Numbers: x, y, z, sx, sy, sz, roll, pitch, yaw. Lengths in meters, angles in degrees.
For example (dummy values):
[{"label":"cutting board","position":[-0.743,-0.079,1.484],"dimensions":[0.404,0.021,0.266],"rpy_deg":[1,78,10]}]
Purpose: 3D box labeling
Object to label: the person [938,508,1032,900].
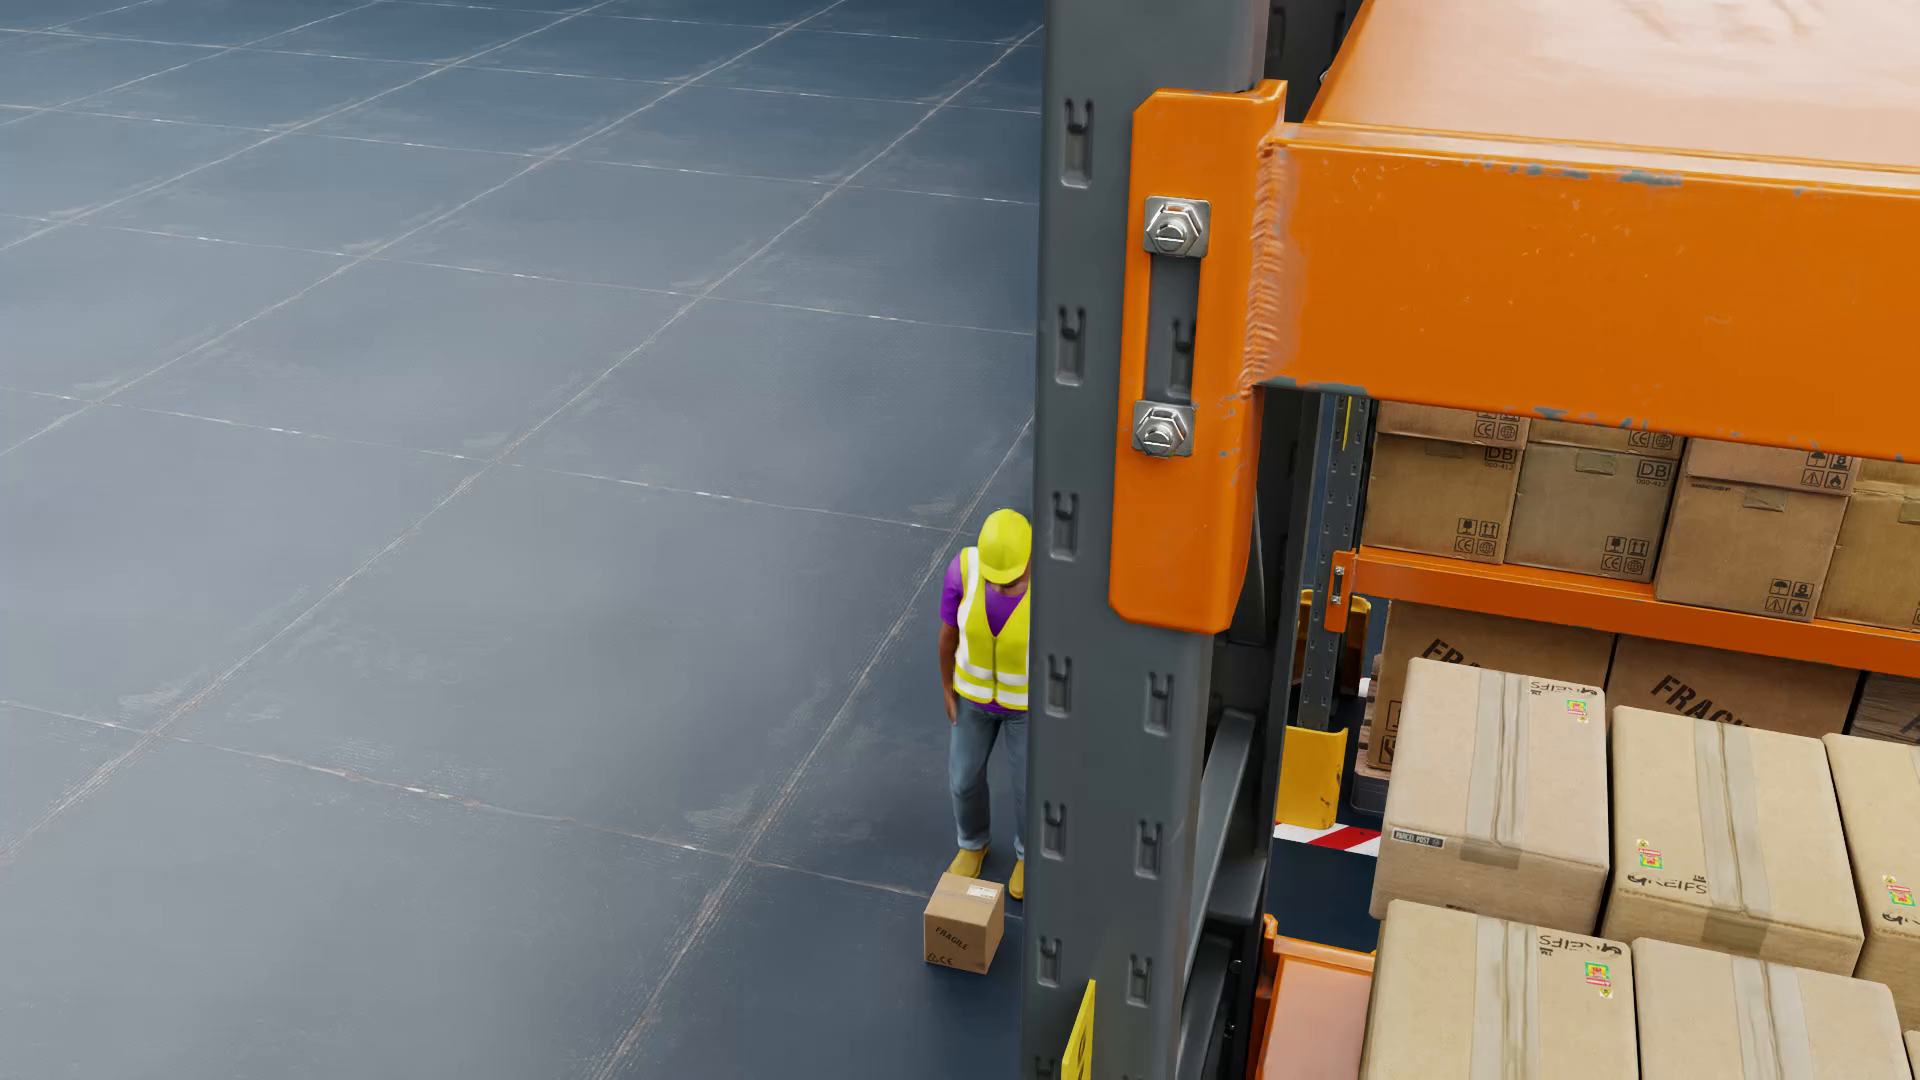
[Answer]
[{"label":"person","position":[0.186,0.629,6.509],"dimensions":[0.583,1.734,0.422],"rpy_deg":[9,30,16]}]
